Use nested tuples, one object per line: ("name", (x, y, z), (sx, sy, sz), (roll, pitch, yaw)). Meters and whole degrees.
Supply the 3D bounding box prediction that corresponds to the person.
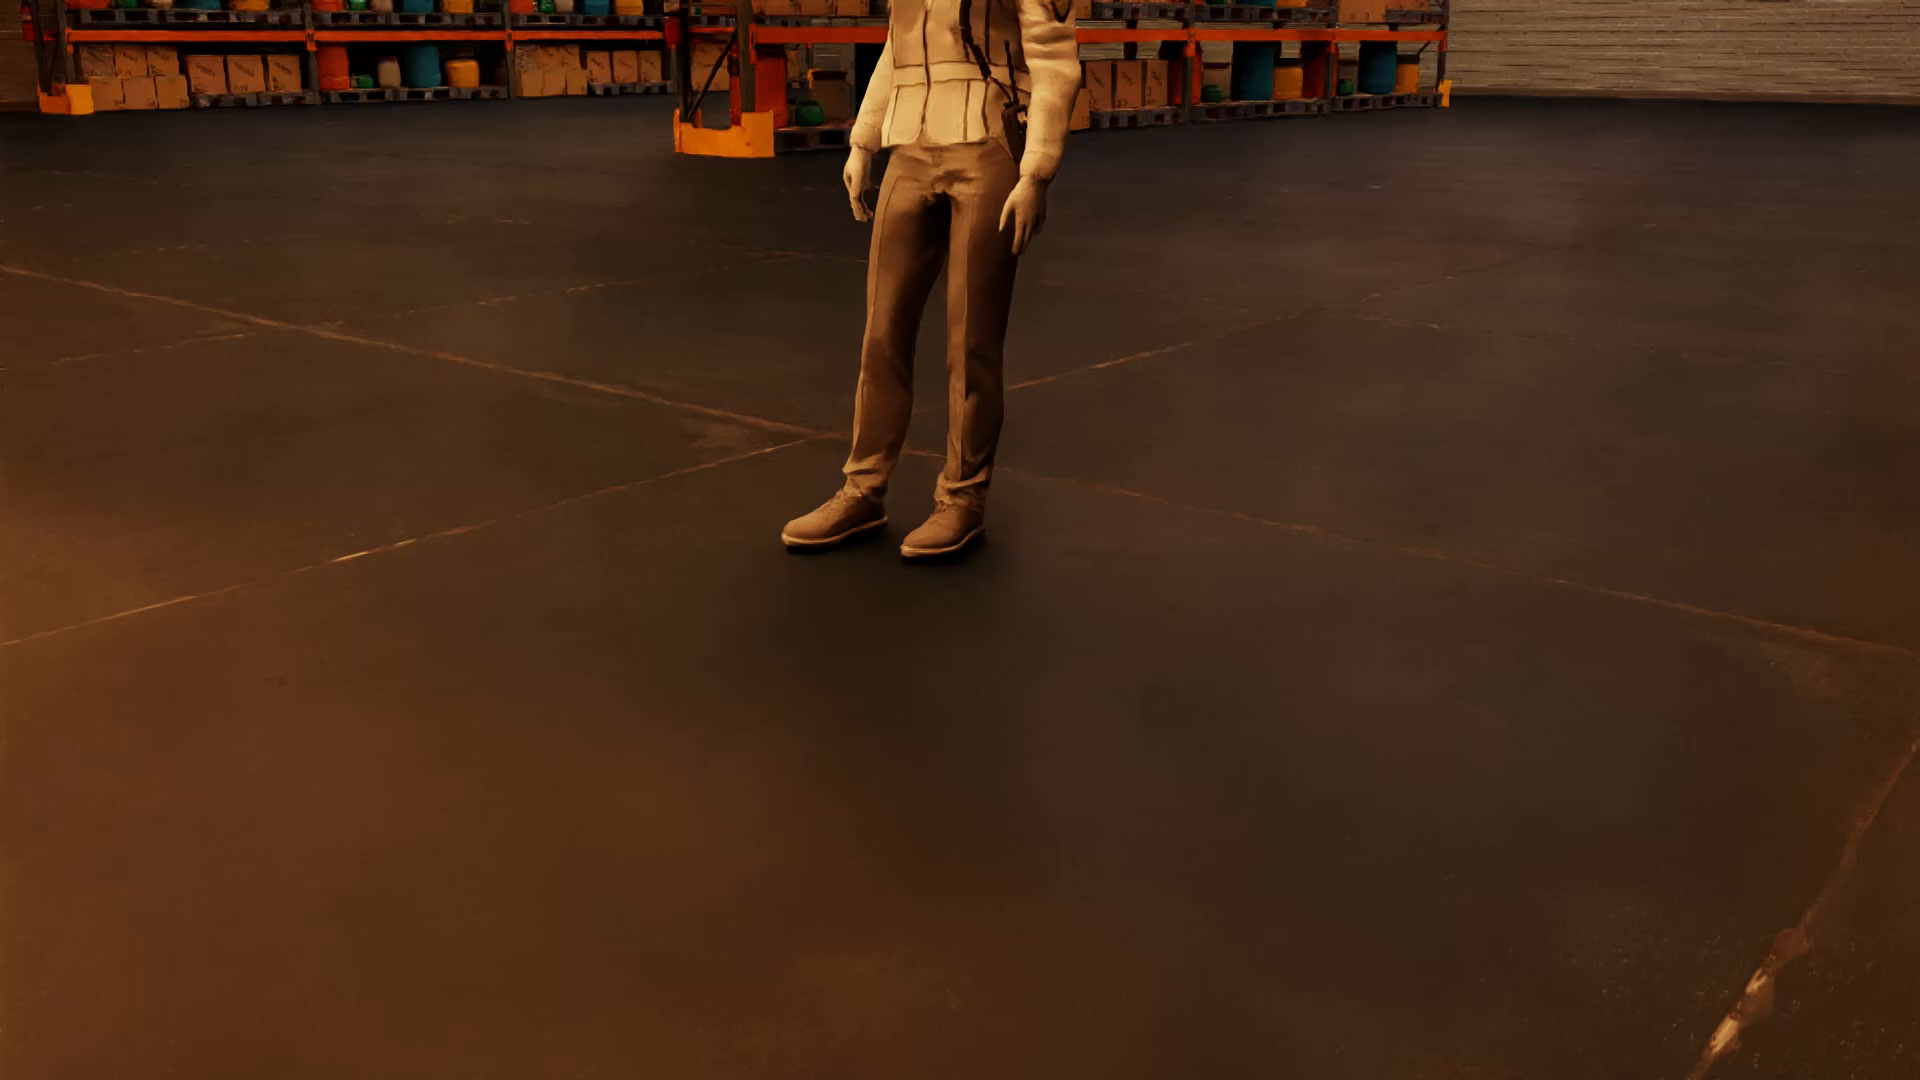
("person", (-0.049, -0.798, 3.650), (0.586, 1.683, 0.533), (13, 21, 37))
